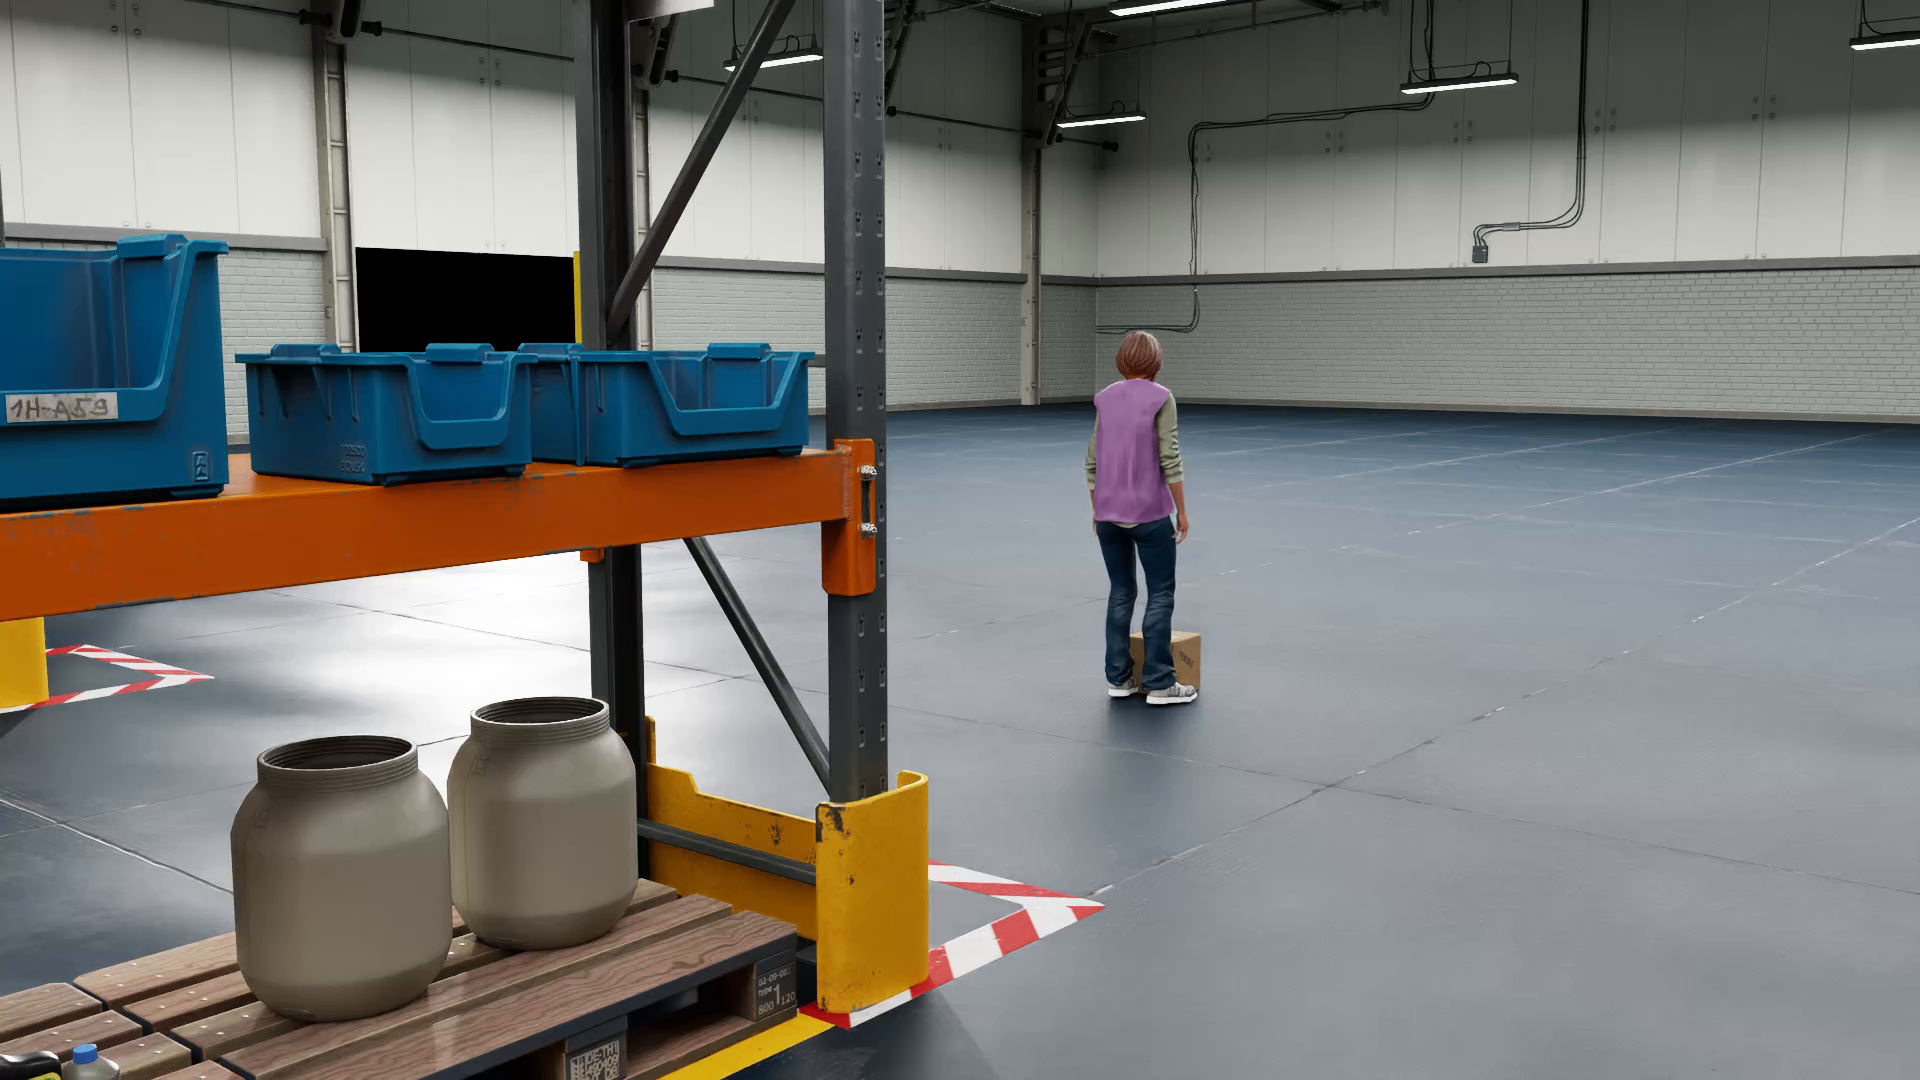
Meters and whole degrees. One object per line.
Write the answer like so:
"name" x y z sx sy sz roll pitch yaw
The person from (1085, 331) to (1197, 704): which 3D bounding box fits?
"person" 0.770 -0.099 7.178 0.484 1.594 0.370 5 8 36
